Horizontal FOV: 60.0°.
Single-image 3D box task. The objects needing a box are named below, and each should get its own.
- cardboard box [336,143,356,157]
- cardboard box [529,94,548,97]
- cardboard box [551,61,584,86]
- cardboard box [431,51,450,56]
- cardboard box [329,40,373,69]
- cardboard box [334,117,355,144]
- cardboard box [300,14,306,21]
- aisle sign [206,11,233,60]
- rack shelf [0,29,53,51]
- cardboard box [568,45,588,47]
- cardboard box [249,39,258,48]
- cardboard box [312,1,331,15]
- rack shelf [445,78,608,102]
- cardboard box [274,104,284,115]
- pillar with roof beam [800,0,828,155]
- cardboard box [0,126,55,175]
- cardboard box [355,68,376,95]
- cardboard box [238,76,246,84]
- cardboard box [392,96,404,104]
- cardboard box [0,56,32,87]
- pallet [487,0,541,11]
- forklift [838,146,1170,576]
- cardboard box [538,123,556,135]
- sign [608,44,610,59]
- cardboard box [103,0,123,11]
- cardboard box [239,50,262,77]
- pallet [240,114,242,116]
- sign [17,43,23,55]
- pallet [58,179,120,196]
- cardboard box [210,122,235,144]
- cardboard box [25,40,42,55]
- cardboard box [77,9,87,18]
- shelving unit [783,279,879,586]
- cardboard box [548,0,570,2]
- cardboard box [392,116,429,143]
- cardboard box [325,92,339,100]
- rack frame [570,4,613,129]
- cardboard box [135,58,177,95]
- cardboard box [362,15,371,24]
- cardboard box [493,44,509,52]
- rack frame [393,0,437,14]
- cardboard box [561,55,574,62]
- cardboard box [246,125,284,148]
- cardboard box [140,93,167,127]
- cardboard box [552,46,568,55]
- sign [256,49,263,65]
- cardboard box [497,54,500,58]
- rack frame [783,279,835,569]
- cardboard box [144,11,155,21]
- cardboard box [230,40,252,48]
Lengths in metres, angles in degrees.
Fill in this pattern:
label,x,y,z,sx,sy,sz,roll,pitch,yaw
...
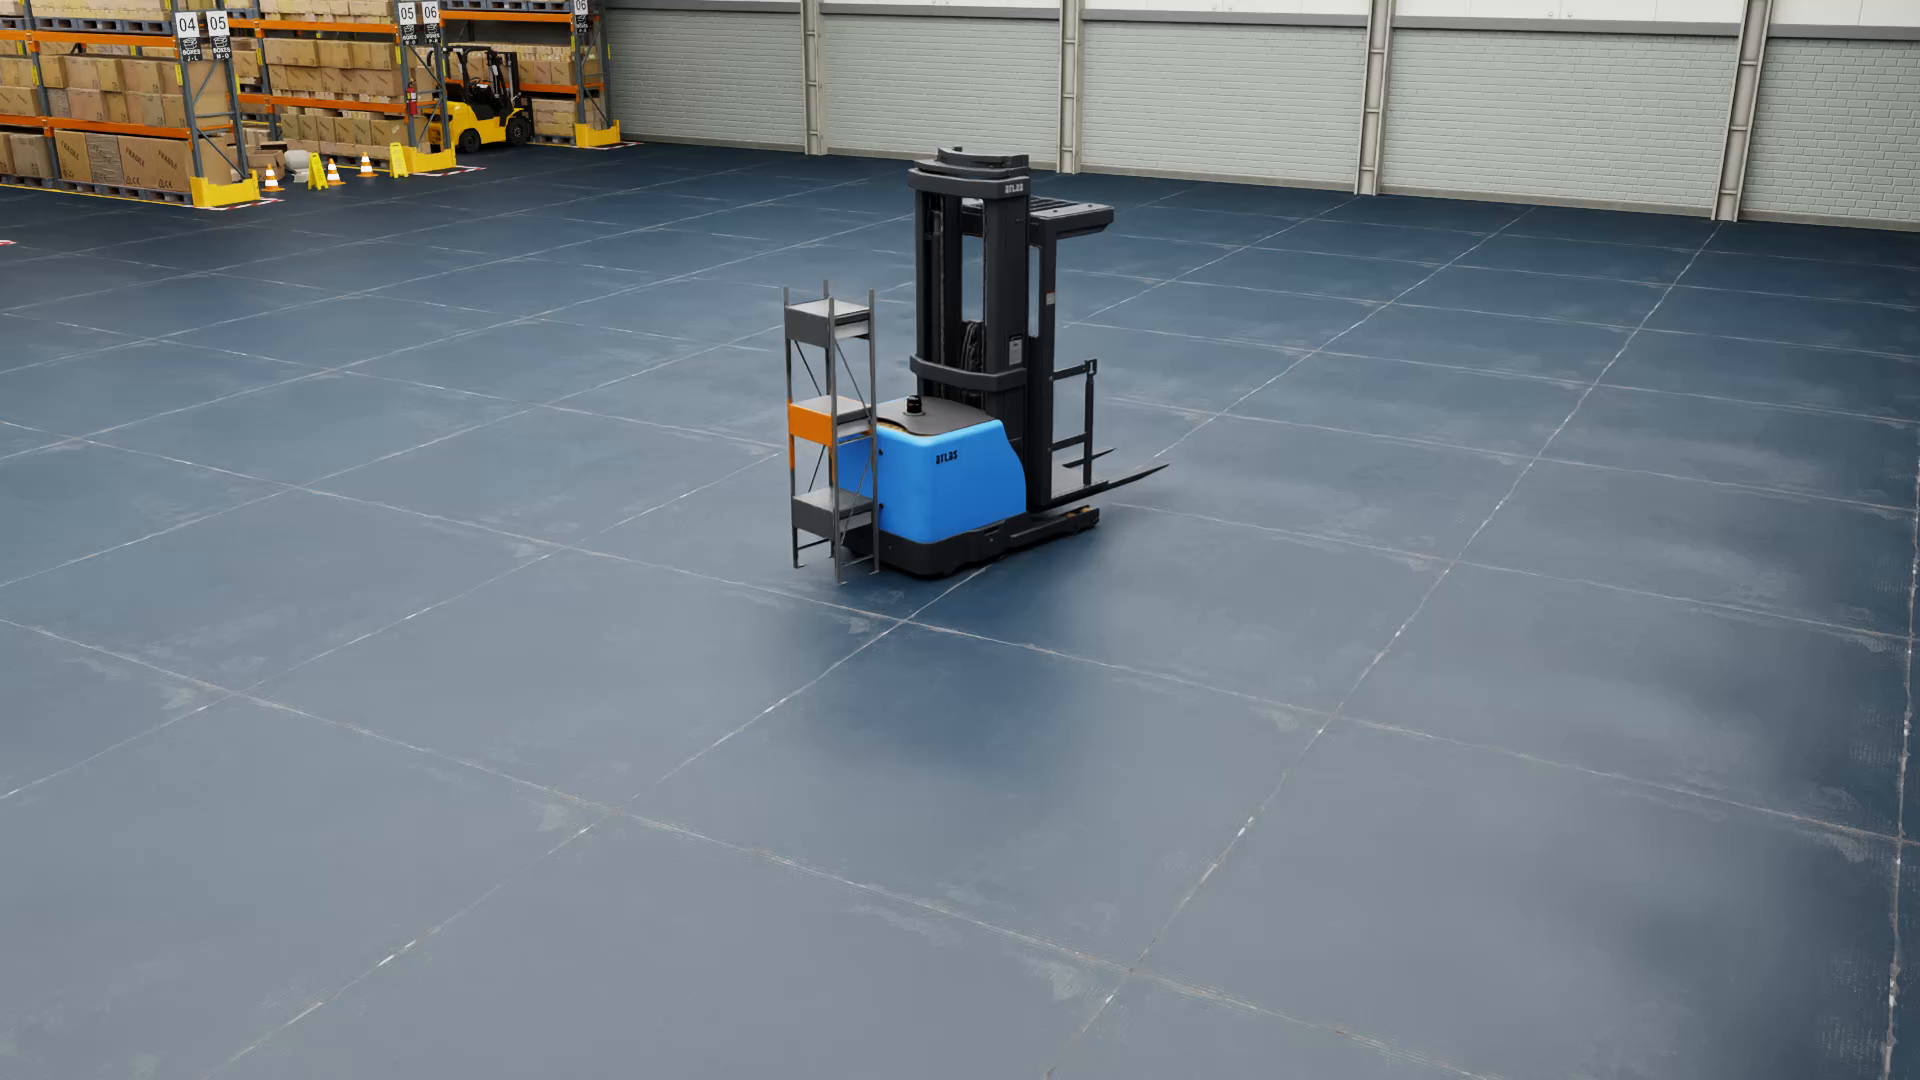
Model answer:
label,x,y,z,sx,sy,sz,roll,pitch,yaw
cardboard box,-12.311,-7.969,33.852,0.500,0.250,0.500,10,22,25
cardboard box,-9.790,-10.081,38.208,0.500,0.250,0.500,10,22,26
cardboard box,-8.707,-10.365,36.894,0.500,0.500,0.500,10,22,26
cardboard box,-12.047,-11.322,38.581,0.250,0.149,0.380,12,23,29
cardboard box,-12.052,-9.653,33.030,0.500,0.500,0.700,10,22,27
cardboard box,-12.287,-8.321,33.722,0.500,0.500,0.500,10,22,26
cardboard box,-13.007,-10.499,33.378,0.250,0.149,0.380,10,22,26
aisle sign,-12.684,-8.645,28.487,0.004,0.787,0.394,11,23,27
rack shelf,-18.130,-9.415,31.078,4.000,0.370,1.077,11,23,27
cardboard box,-8.540,-10.988,37.225,0.250,0.149,0.380,12,23,29
cardboard box,-17.175,-12.191,41.311,0.500,0.500,0.700,11,23,27
cardboard box,-12.480,-10.573,32.997,0.500,0.250,0.500,11,23,28
rack shelf,-9.895,-10.309,37.940,4.000,0.370,1.077,11,23,27
cardboard box,-16.960,-10.927,41.639,0.500,0.500,0.500,10,22,25
pillar with roof beam,-5.179,-11.239,30.653,0.400,9.000,9.100,11,23,27
cardboard box,-17.810,-7.389,31.519,0.750,0.750,1.050,11,23,27
cardboard box,-11.609,-9.116,33.014,0.500,0.500,0.500,11,23,27
cardboard box,-14.864,-9.633,34.775,0.250,0.149,0.380,10,22,26
cardboard box,-10.997,-8.716,32.864,0.250,0.149,0.380,12,23,29
cardboard box,-17.271,-8.694,30.820,0.500,0.500,0.700,10,22,26
pallet,-9.823,-12.011,37.308,1.213,0.211,1.003,11,23,27
forklift,0.460,-1.533,12.793,3.031,2.935,1.130,-19,27,-41
cardboard box,-9.143,-9.289,37.490,0.500,0.250,0.500,11,23,27
sign,-7.873,-10.923,37.192,0.005,0.325,0.100,11,23,27
cardboard box,-14.330,-9.235,28.547,0.500,0.250,0.500,11,22,27
cardboard box,-14.574,-9.894,34.543,0.500,0.500,0.500,10,22,26
pallet,-19.224,-11.113,43.193,1.213,0.211,1.003,11,23,27
sign,-21.312,-11.110,37.709,0.005,0.325,0.100,11,23,27
pallet,-15.759,-6.550,30.613,1.213,0.211,1.003,11,23,27
cardboard box,-14.900,-8.147,33.482,0.500,0.500,0.500,11,23,27
cardboard box,-20.799,-11.190,37.702,0.500,0.500,0.500,11,23,28
cardboard box,-15.119,-9.174,28.965,0.250,0.149,0.380,11,23,27
shelving unit,-0.912,-0.761,11.885,0.431,2.100,0.503,-19,27,-41
cardboard box,-8.654,-12.017,36.286,0.500,0.500,0.500,12,23,29
cardboard box,-11.157,-8.314,33.702,0.500,0.500,0.500,10,22,26
cardboard box,-12.594,-8.986,33.608,0.250,0.149,0.380,11,23,27
rack frame,-8.149,-10.314,36.901,0.127,3.000,1.000,11,23,27
cardboard box,-13.722,-8.061,28.885,0.550,0.550,0.875,11,23,27
cardboard box,-11.463,-10.190,32.528,0.250,0.149,0.380,12,23,29
cardboard box,-10.344,-11.139,37.641,0.250,0.149,0.380,11,23,27
rack frame,-10.566,-11.656,31.802,0.127,3.000,1.000,11,23,27
cardboard box,-8.588,-10.641,36.702,0.250,0.149,0.380,11,23,28
cardboard box,-14.518,-8.550,35.274,0.625,0.372,0.950,11,23,28
cardboard box,-13.729,-7.549,29.058,0.550,0.550,0.875,11,23,27
cardboard box,-8.795,-10.835,36.801,0.250,0.149,0.380,11,23,27
sign,-14.326,-9.880,34.005,0.005,0.325,0.100,11,23,27
cardboard box,-10.388,-10.979,37.634,0.250,0.149,0.380,10,22,26
rack frame,-1.084,-0.821,12.048,0.400,2.100,0.015,-19,27,-41
cardboard box,-13.567,-8.879,28.150,0.250,0.149,0.380,11,23,28
cardboard box,-15.295,-10.524,35.329,0.250,0.149,0.380,12,23,30
